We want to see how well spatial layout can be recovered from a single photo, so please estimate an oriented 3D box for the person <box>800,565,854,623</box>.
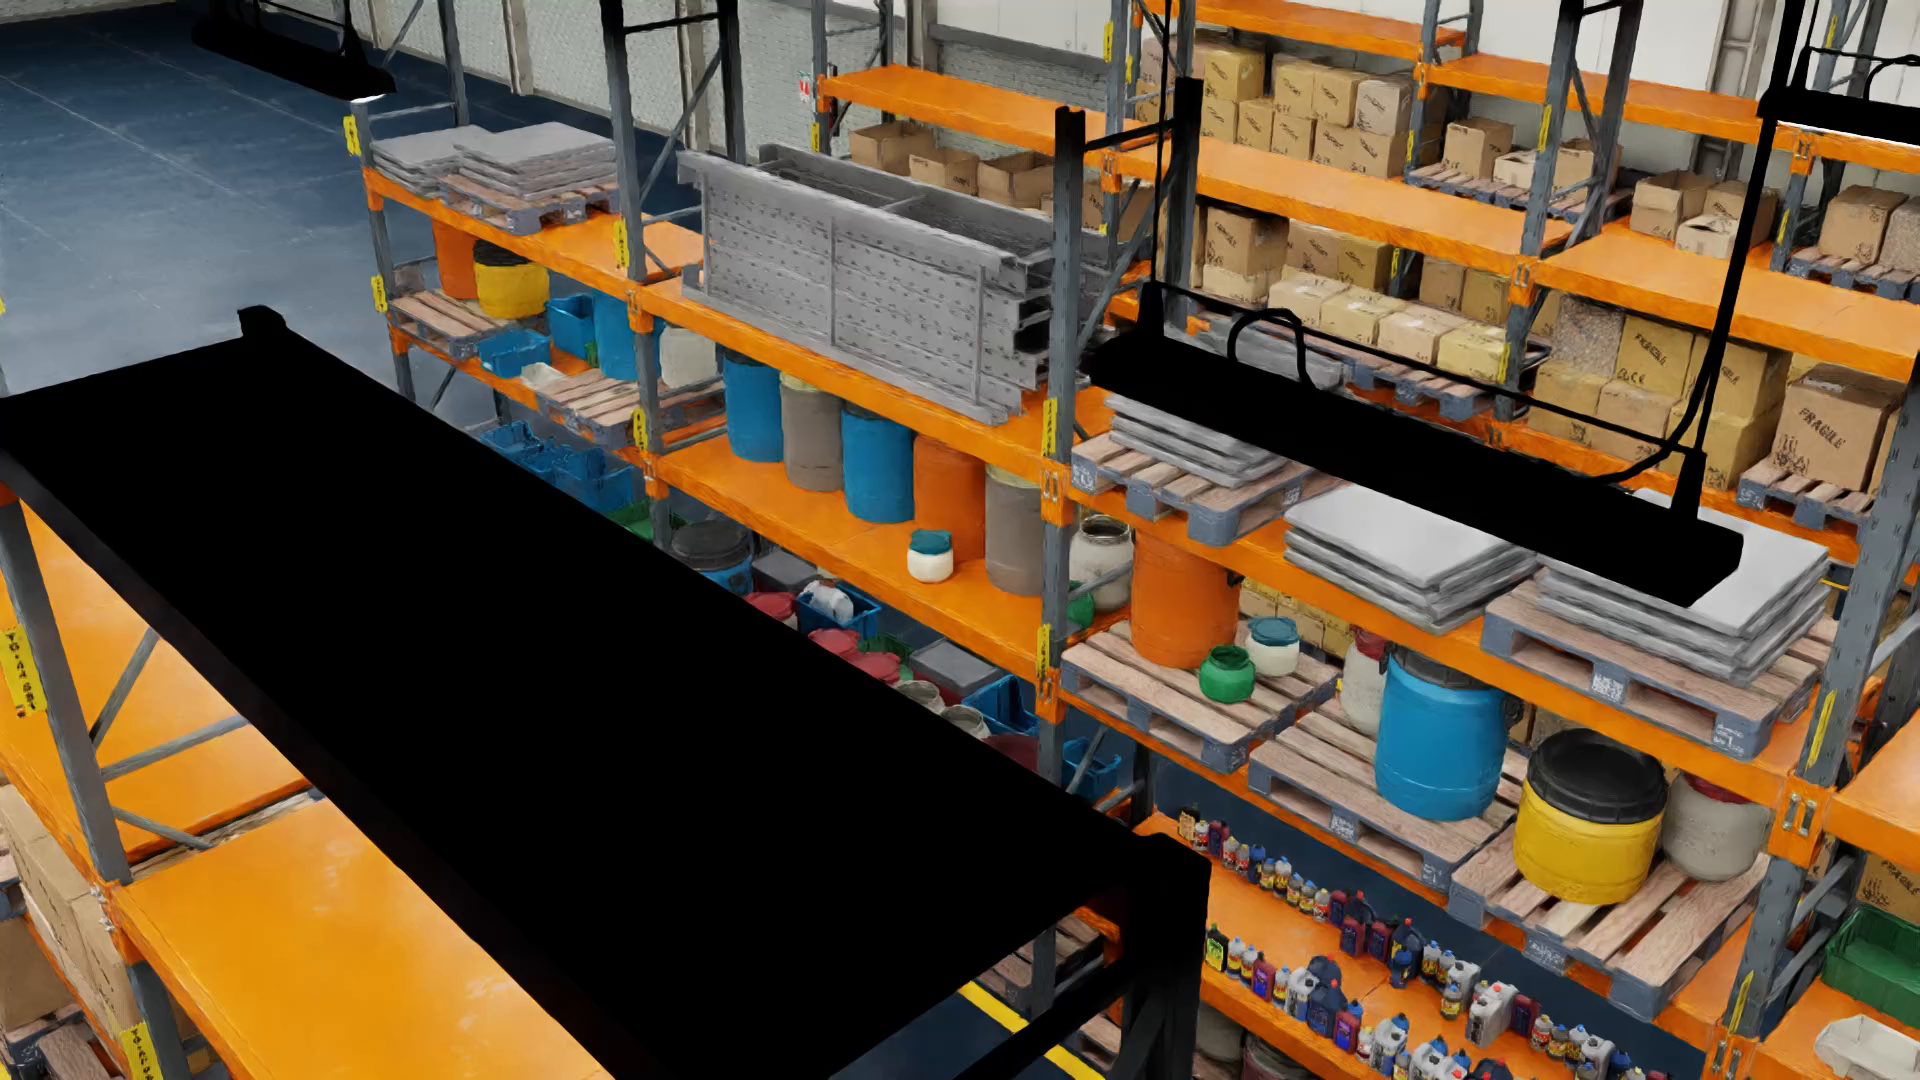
[{"bbox_3d":[-0.987,0.886,12.895,0.707,1.790,0.619,17,33,29],"label":"person"}]
